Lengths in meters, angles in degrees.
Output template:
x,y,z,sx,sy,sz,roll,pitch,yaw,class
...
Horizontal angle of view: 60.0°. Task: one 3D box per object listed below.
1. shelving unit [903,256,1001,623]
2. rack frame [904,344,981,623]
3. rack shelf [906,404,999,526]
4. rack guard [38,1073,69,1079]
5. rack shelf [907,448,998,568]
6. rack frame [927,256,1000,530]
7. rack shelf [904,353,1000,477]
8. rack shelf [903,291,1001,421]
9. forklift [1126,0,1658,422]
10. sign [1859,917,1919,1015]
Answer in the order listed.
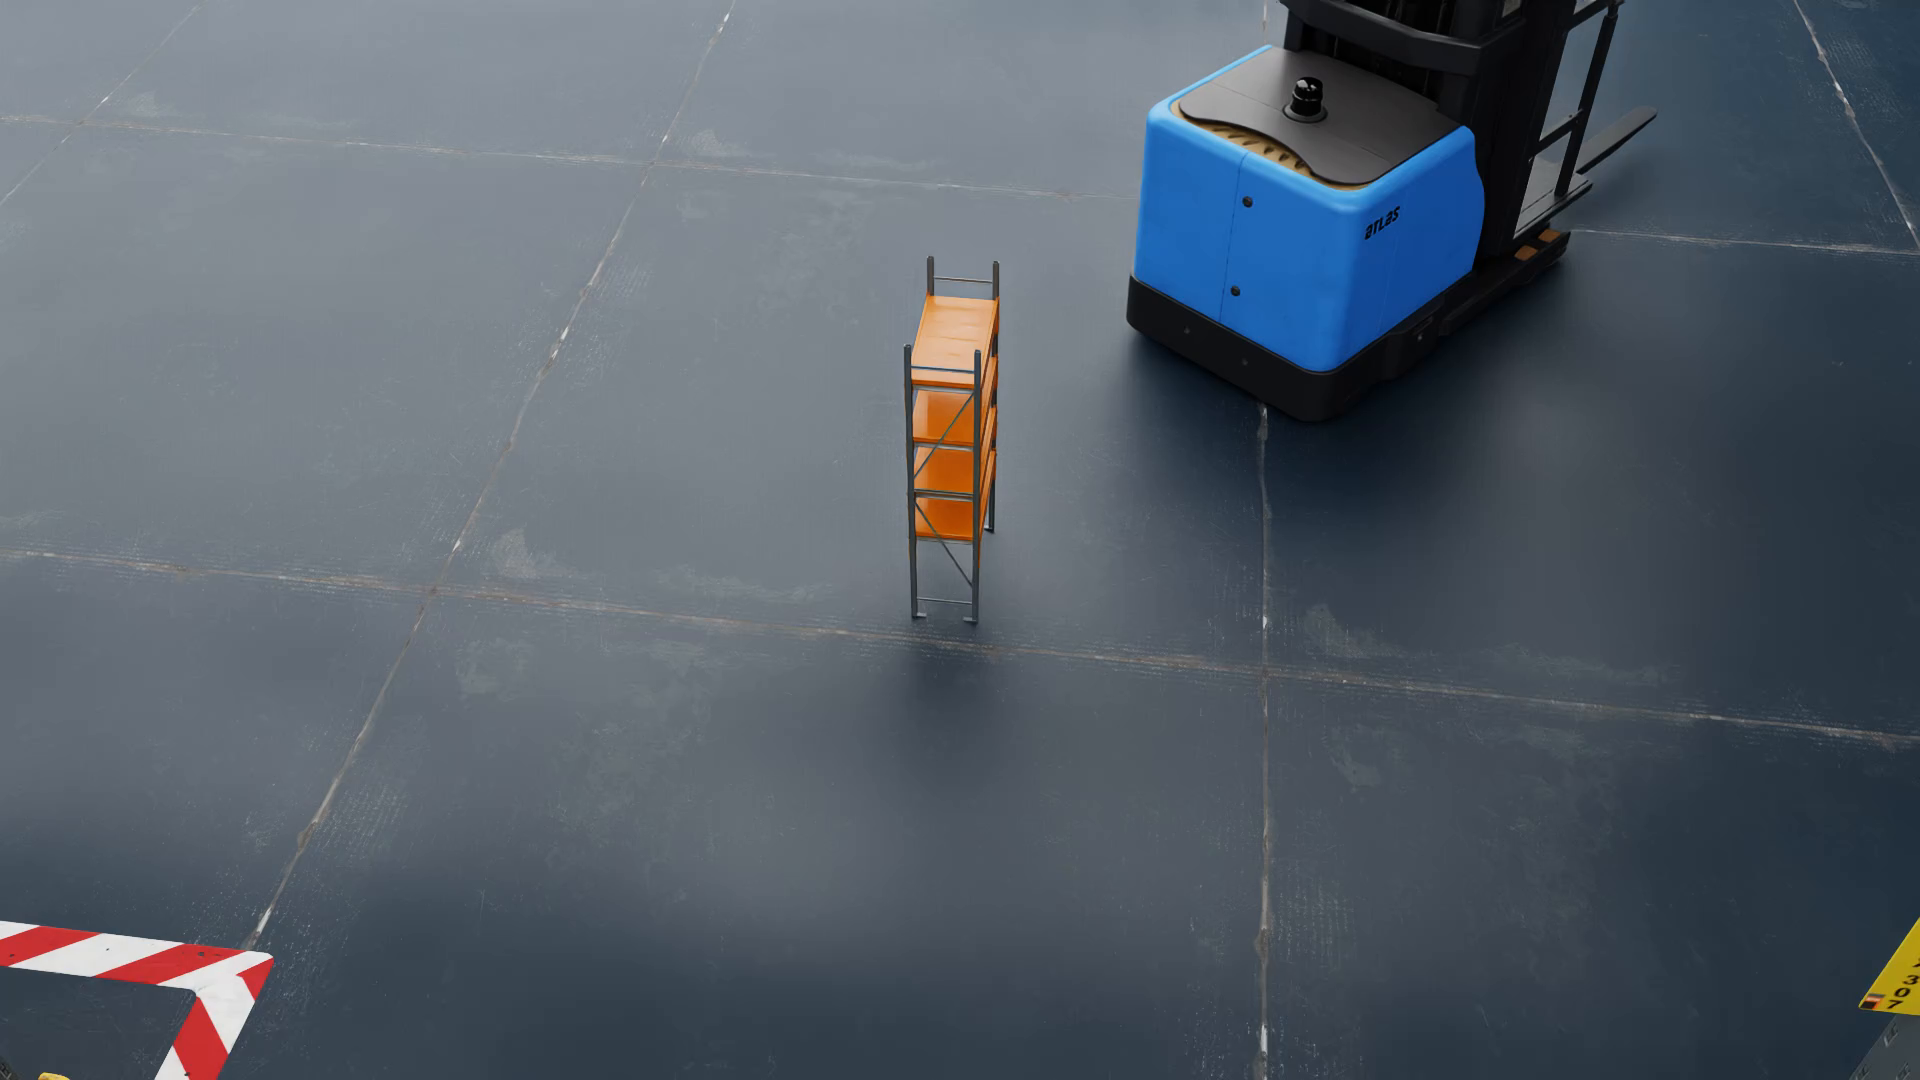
x,y,z,sx,sy,sz,roll,pitch,yaw,class
-0.022,-0.323,5.718,0.258,1.200,0.503,5,44,6,shelving unit
-0.054,-0.157,5.543,0.240,1.200,0.015,5,44,6,rack frame
-0.022,-0.274,5.765,0.258,0.148,0.480,5,44,6,rack shelf
-2.767,1.579,4.219,1.175,0.500,0.348,5,44,6,rack guard
-0.022,-0.130,5.901,0.258,0.148,0.480,5,44,6,rack shelf
0.010,-0.489,5.894,0.240,1.200,0.015,5,44,6,rack frame
-0.022,-0.436,5.611,0.258,0.148,0.480,5,44,6,rack shelf
-0.022,-0.608,5.448,0.258,0.148,0.480,5,44,6,rack shelf
2.115,-2.442,6.698,3.031,2.935,1.130,-34,53,-31,forklift
1.556,0.671,2.673,0.100,0.325,0.005,5,44,6,sign
